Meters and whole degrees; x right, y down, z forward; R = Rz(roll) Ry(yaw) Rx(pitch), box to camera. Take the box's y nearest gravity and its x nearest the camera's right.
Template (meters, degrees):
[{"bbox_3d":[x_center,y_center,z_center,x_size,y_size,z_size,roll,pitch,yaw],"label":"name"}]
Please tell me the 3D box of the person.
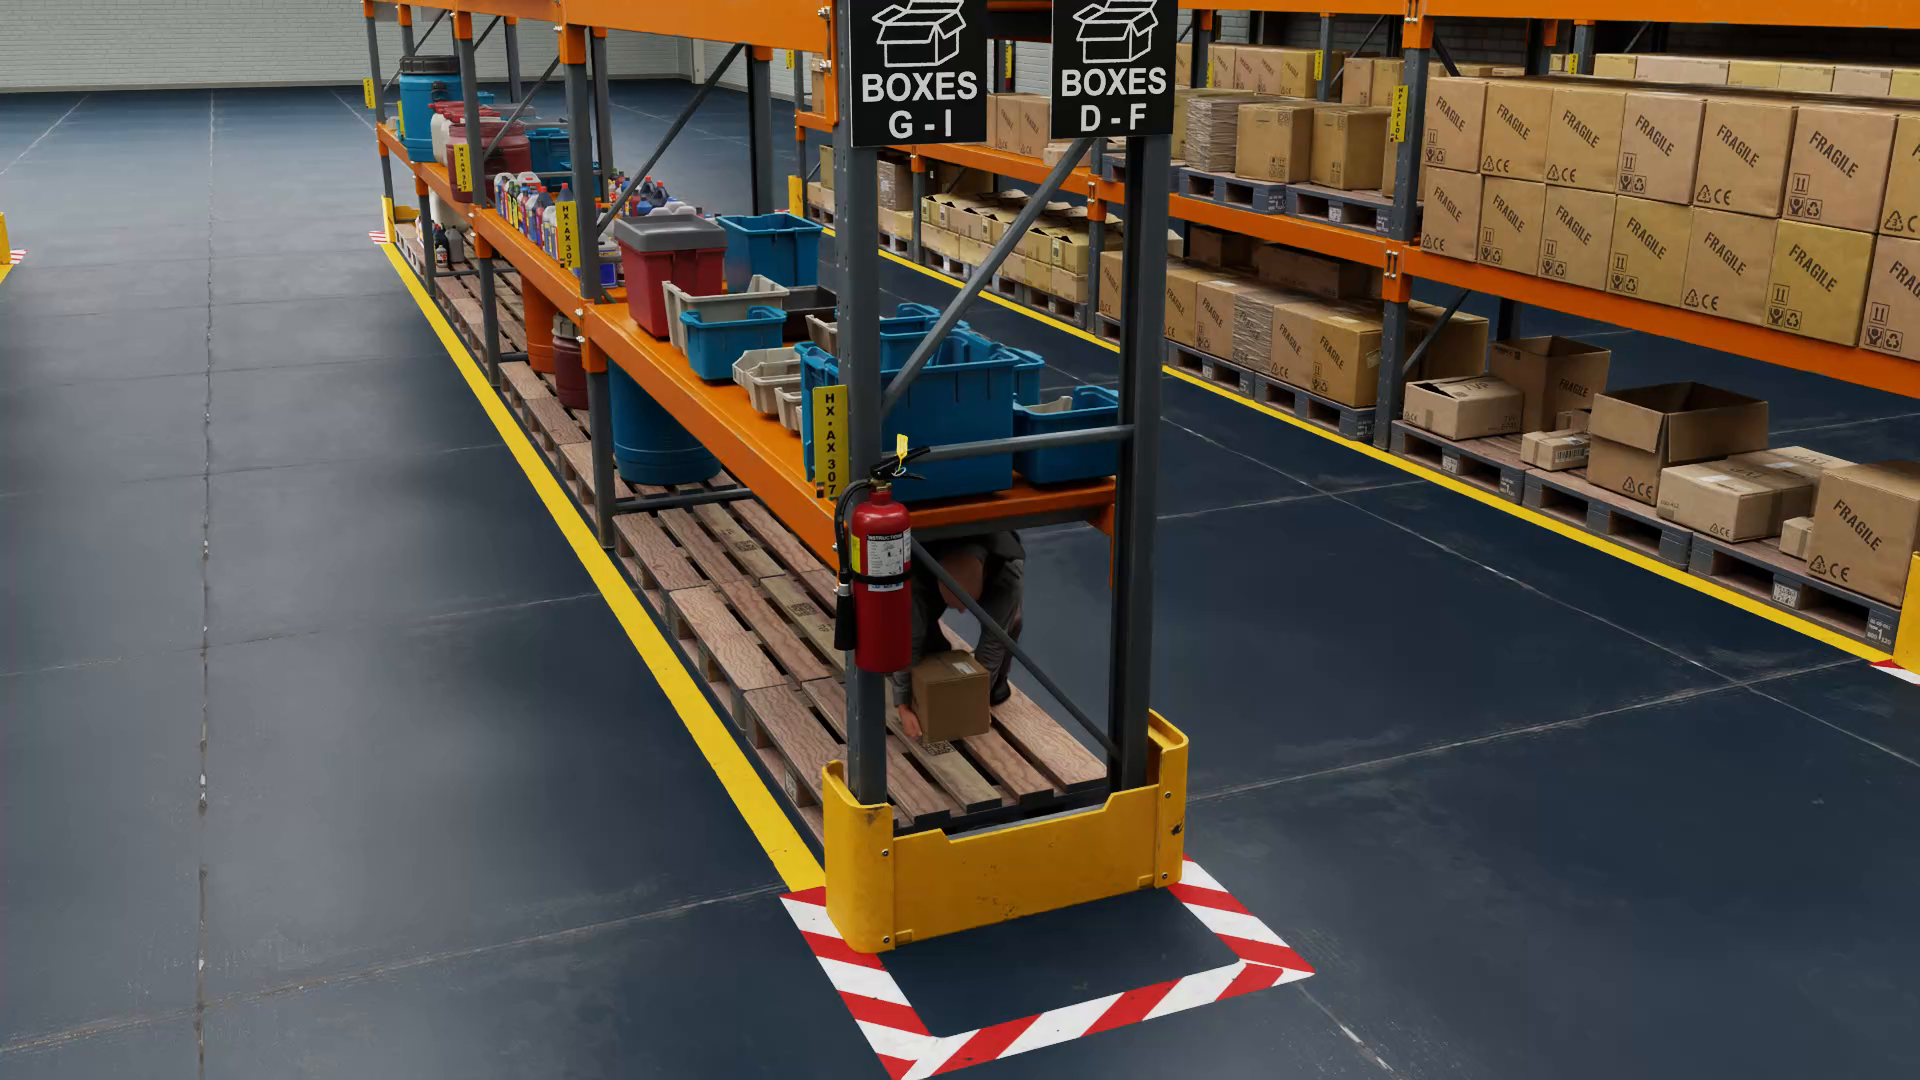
[{"bbox_3d":[0.006,0.284,6.279,0.502,0.814,0.926,2,19,7],"label":"person"}]
